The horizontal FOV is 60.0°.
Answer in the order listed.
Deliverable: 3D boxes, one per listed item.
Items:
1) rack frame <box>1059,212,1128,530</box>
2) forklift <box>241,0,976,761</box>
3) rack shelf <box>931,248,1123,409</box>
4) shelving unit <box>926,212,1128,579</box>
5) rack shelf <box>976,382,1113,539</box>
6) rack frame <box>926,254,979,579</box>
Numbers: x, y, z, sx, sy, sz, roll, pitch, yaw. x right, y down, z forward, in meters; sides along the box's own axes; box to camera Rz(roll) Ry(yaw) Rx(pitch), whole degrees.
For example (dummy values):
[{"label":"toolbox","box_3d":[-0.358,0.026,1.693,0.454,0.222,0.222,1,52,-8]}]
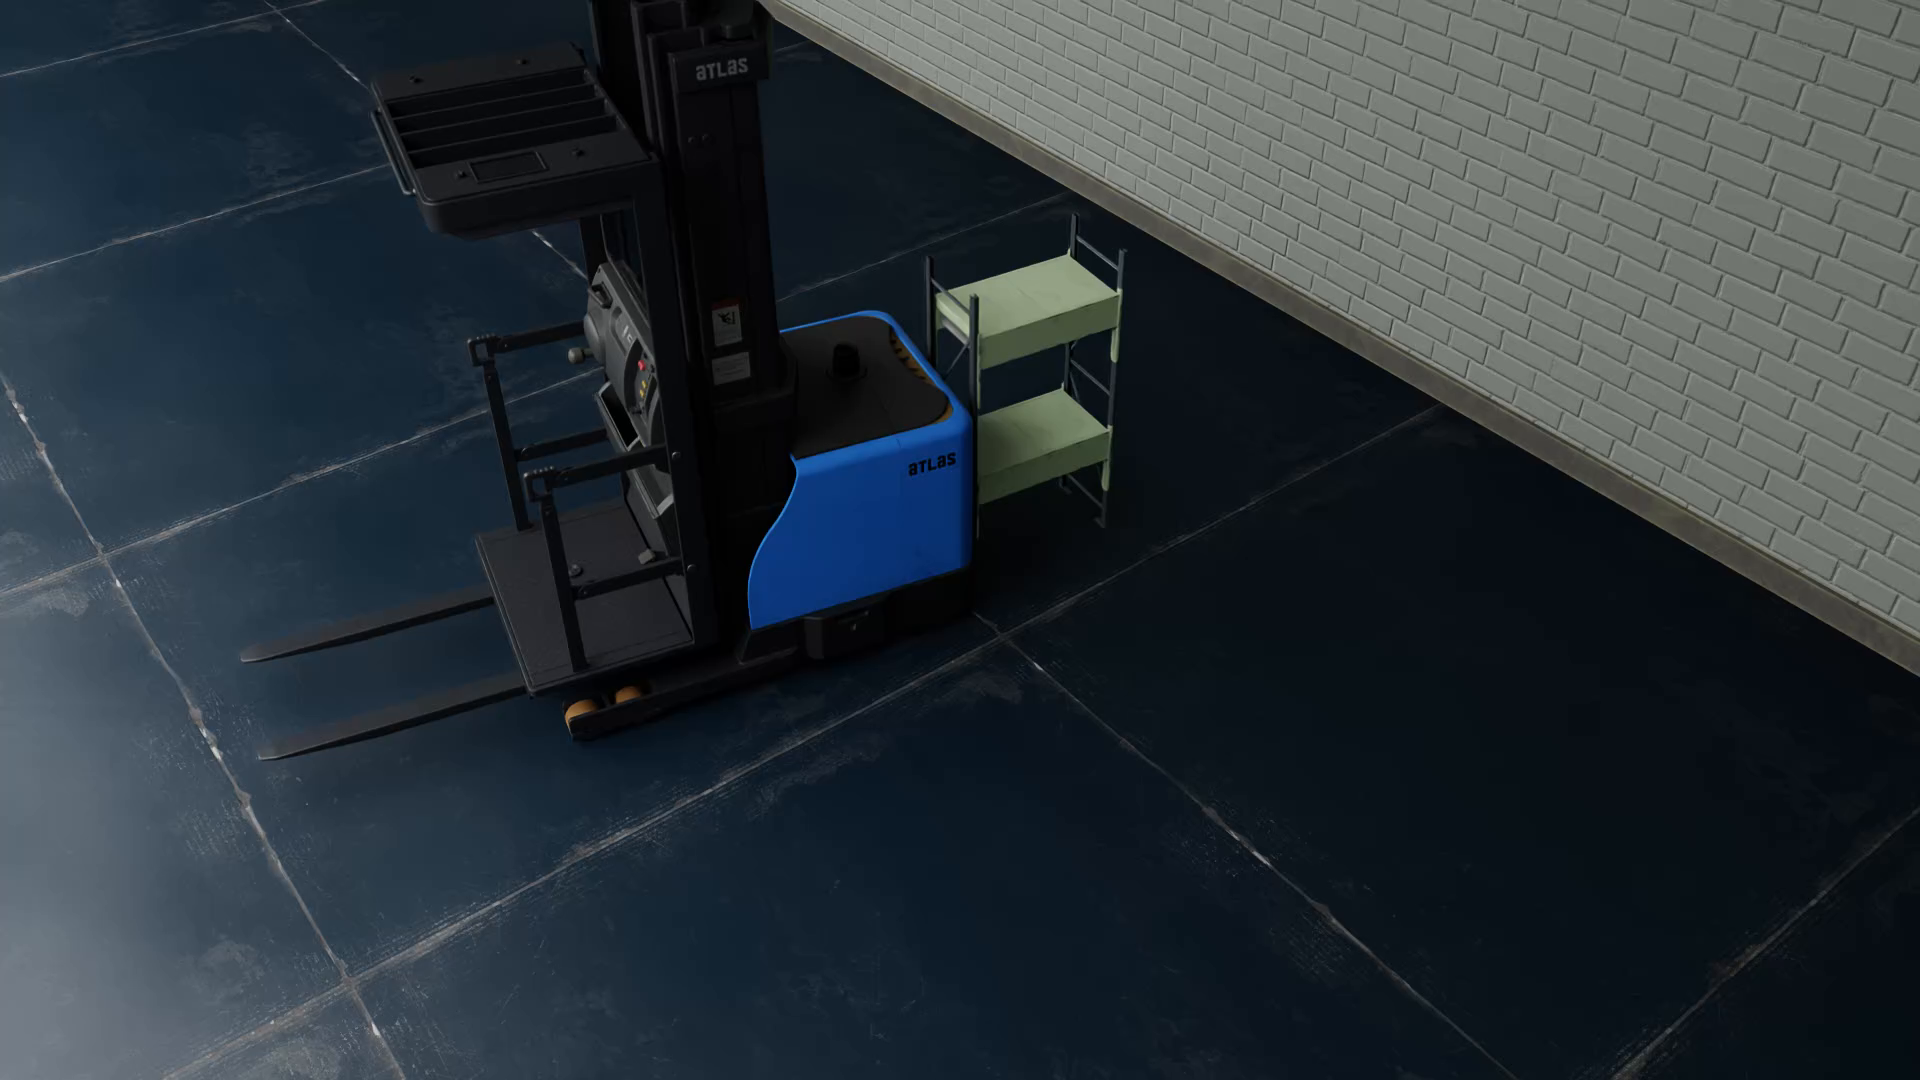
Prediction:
[{"label":"rack frame","box_3d":[0.598,-0.742,7.605,0.023,1.500,0.400,-20,44,-23]},{"label":"forklift","box_3d":[-1.493,-0.692,6.416,3.031,2.935,1.130,-16,42,-19]},{"label":"rack shelf","box_3d":[0.282,-0.926,7.215,0.720,0.370,0.431,-20,44,-23]},{"label":"shelving unit","box_3d":[0.282,-0.625,7.462,0.755,1.500,0.431,-20,44,-23]},{"label":"rack shelf","box_3d":[0.282,-0.373,7.669,0.720,0.370,0.431,-20,44,-23]},{"label":"rack frame","box_3d":[-0.034,-0.508,7.320,0.023,1.500,0.400,-20,44,-23]}]
